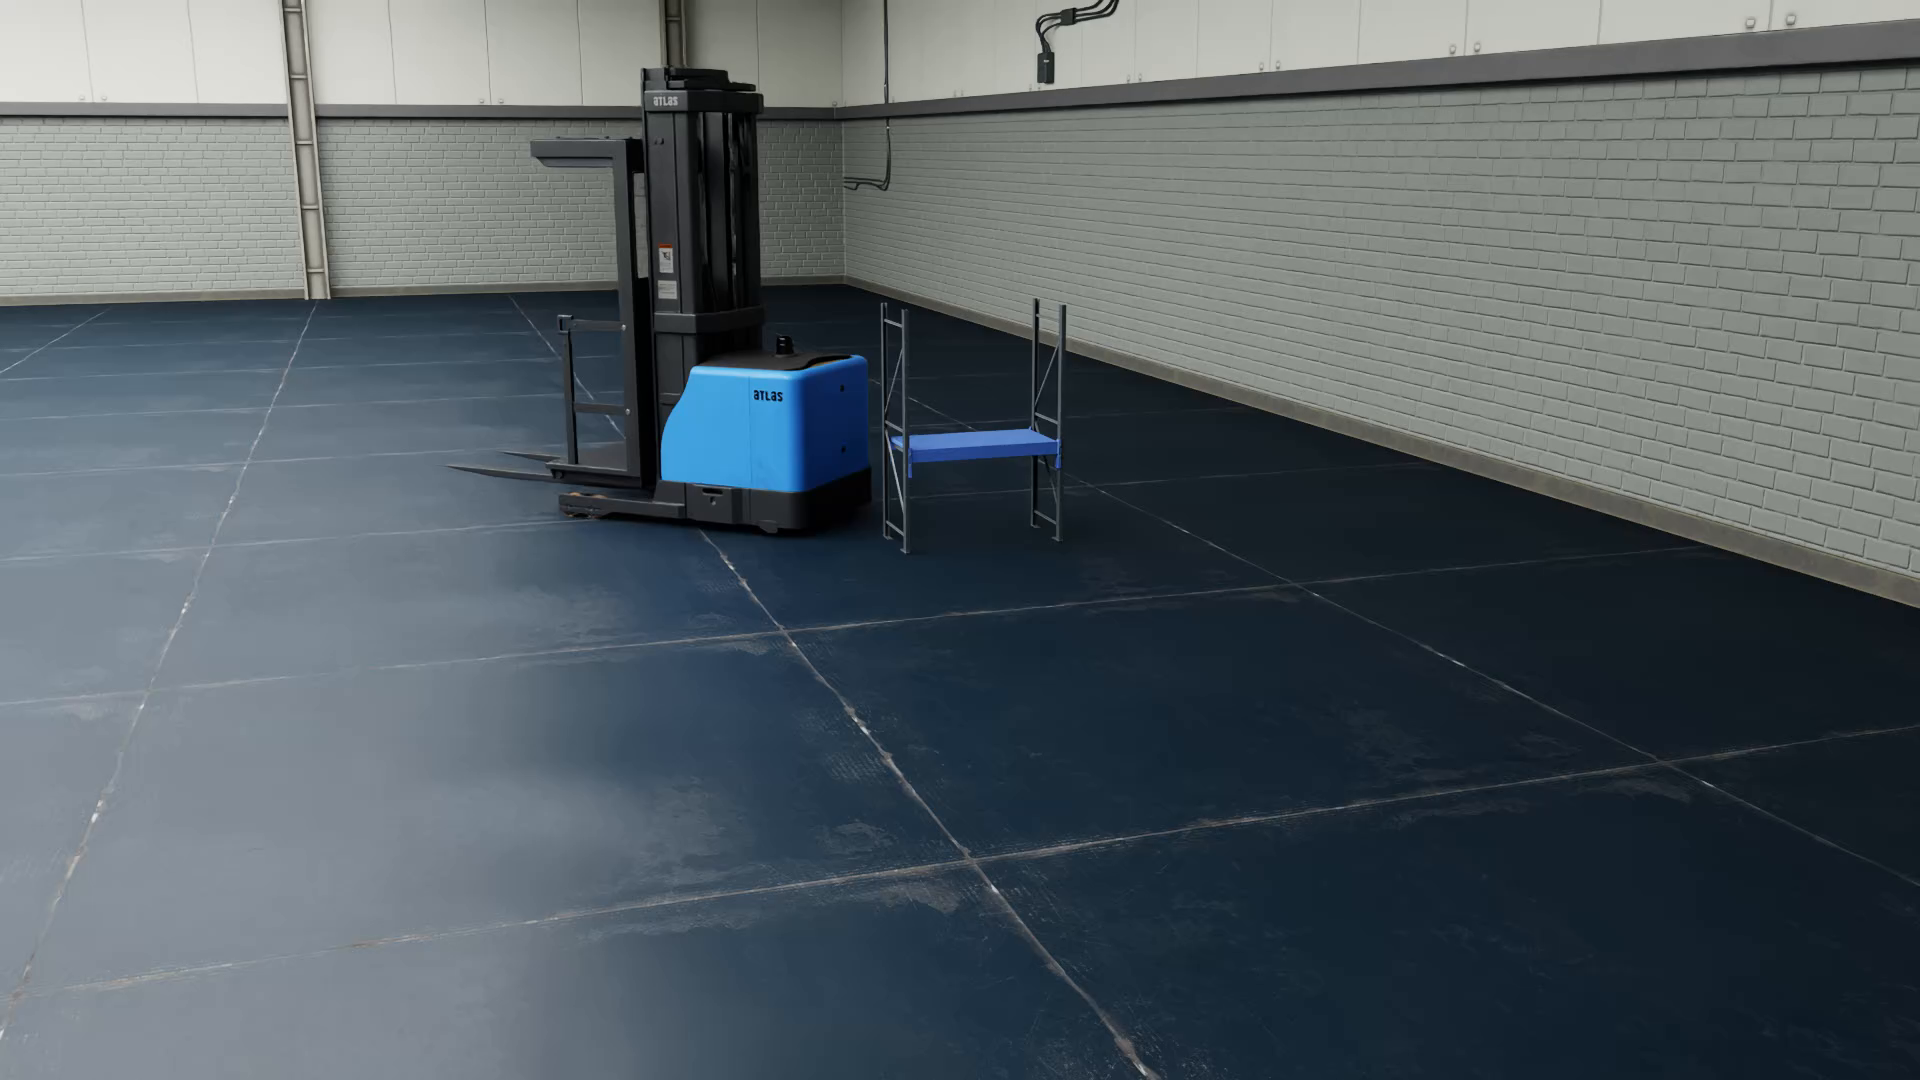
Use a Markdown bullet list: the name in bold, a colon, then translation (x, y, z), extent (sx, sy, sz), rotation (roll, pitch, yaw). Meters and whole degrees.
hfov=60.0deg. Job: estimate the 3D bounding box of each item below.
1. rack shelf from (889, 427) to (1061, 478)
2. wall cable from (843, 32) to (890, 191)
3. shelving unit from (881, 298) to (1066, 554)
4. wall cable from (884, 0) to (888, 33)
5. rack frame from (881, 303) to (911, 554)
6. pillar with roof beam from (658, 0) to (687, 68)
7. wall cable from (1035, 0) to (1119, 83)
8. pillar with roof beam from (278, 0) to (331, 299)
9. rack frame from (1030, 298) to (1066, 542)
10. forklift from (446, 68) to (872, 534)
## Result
- **rack shelf**: translation (0.081, -0.561, 10.537), extent (1.000, 0.185, 0.538), rotation (-4, 14, -18)
- **wall cable**: translation (-1.662, -7.217, 28.247), extent (0.112, 2.526, 3.097), rotation (-4, 14, -18)
- **shelving unit**: translation (0.081, -0.736, 10.496), extent (1.048, 1.500, 0.538), rotation (-4, 14, -18)
- **wall cable**: translation (-0.799, -9.080, 25.168), extent (0.112, 2.526, 3.097), rotation (-4, 14, -18)
- **rack frame**: translation (-0.401, -0.698, 10.338), extent (0.032, 1.500, 0.500), rotation (-4, 14, -18)
- **pillar with roof beam**: translation (-3.503, -7.856, 24.223), extent (0.400, 9.000, 9.100), rotation (-4, 14, -18)
- **wall cable**: translation (1.351, -8.299, 18.735), extent (0.169, 6.003, 2.305), rotation (-4, 14, -18)
- **pillar with roof beam**: translation (-9.190, -7.413, 22.361), extent (0.400, 9.000, 9.100), rotation (-4, 14, -18)
- **rack frame**: translation (0.563, -0.773, 10.653), extent (0.032, 1.500, 0.500), rotation (-4, 14, -18)
- **forklift**: translation (-2.172, -1.670, 11.329), extent (3.031, 2.935, 1.130), rotation (6, 15, 23)
